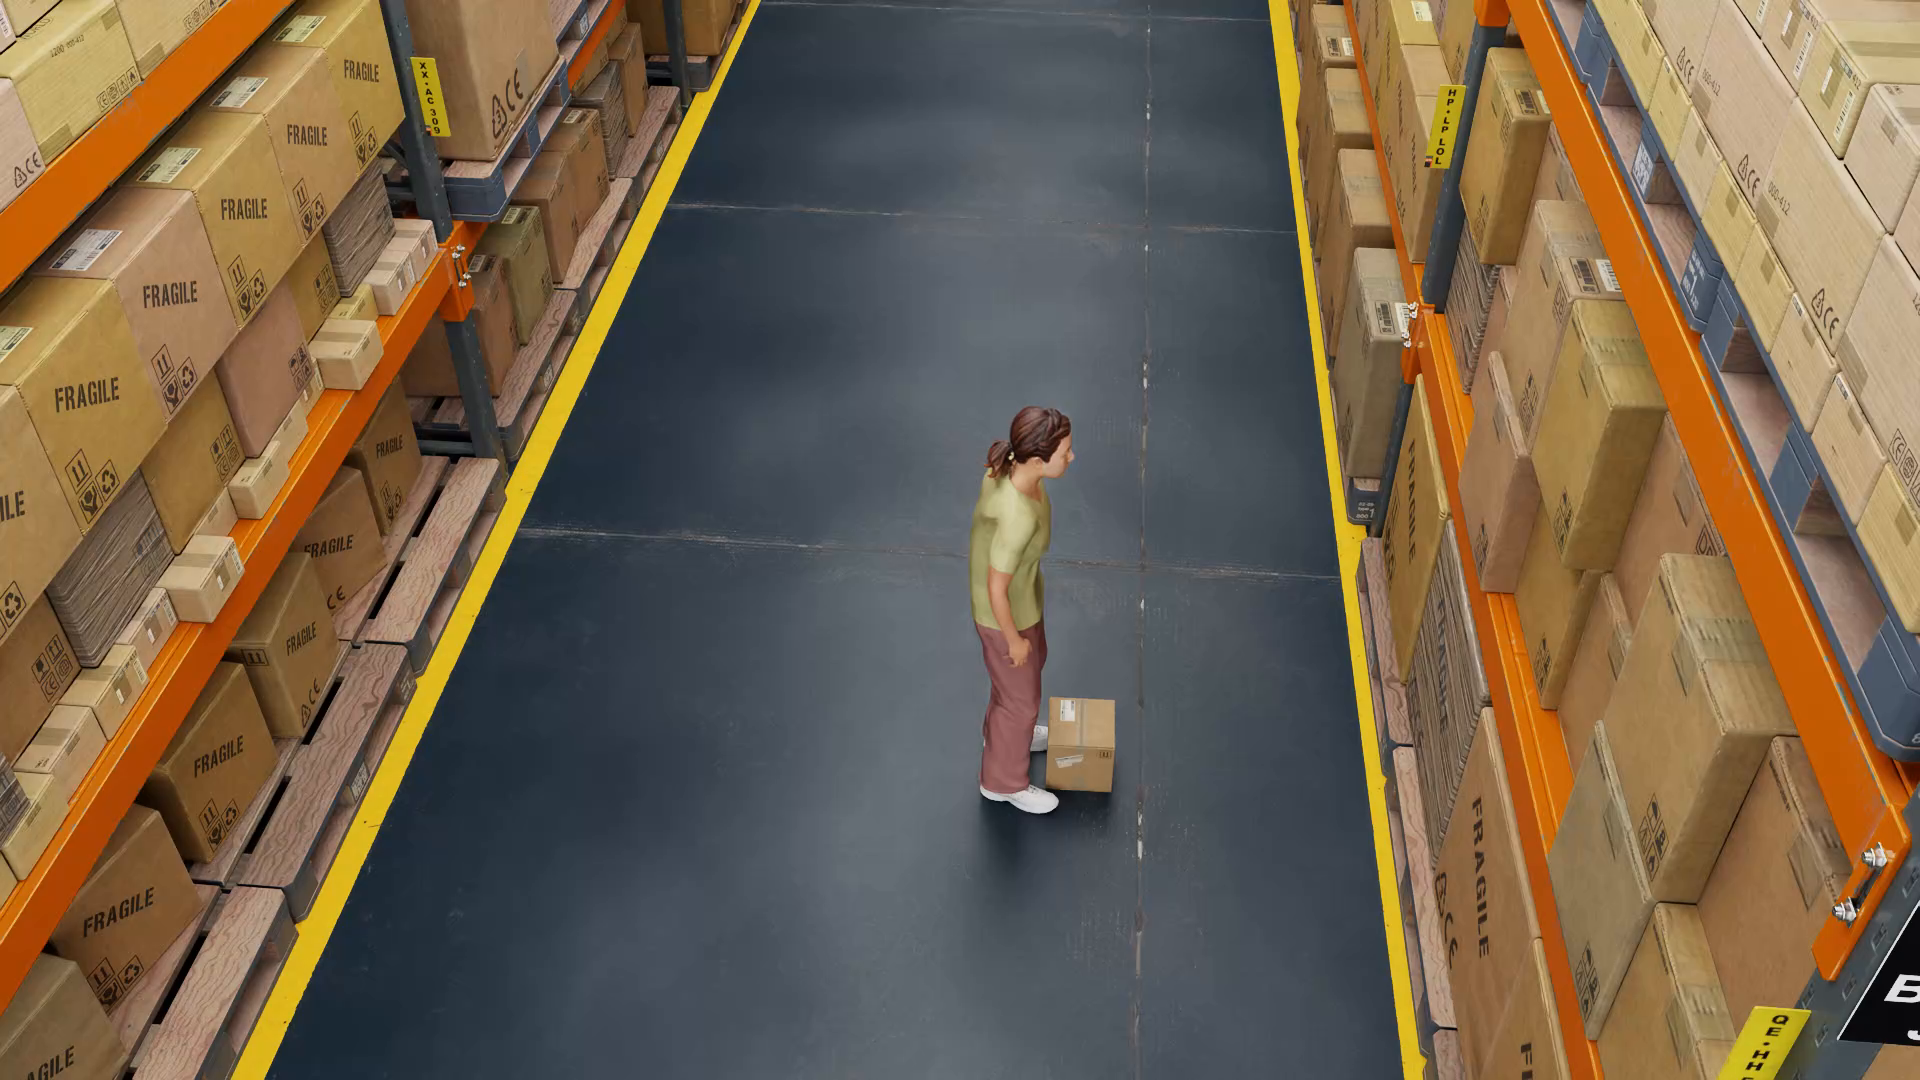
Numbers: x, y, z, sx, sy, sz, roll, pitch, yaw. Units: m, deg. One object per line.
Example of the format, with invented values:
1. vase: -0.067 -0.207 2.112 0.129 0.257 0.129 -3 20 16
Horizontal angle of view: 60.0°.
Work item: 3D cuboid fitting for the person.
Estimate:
1. person: 0.212 0.230 5.885 0.358 1.673 0.499 3 40 4
